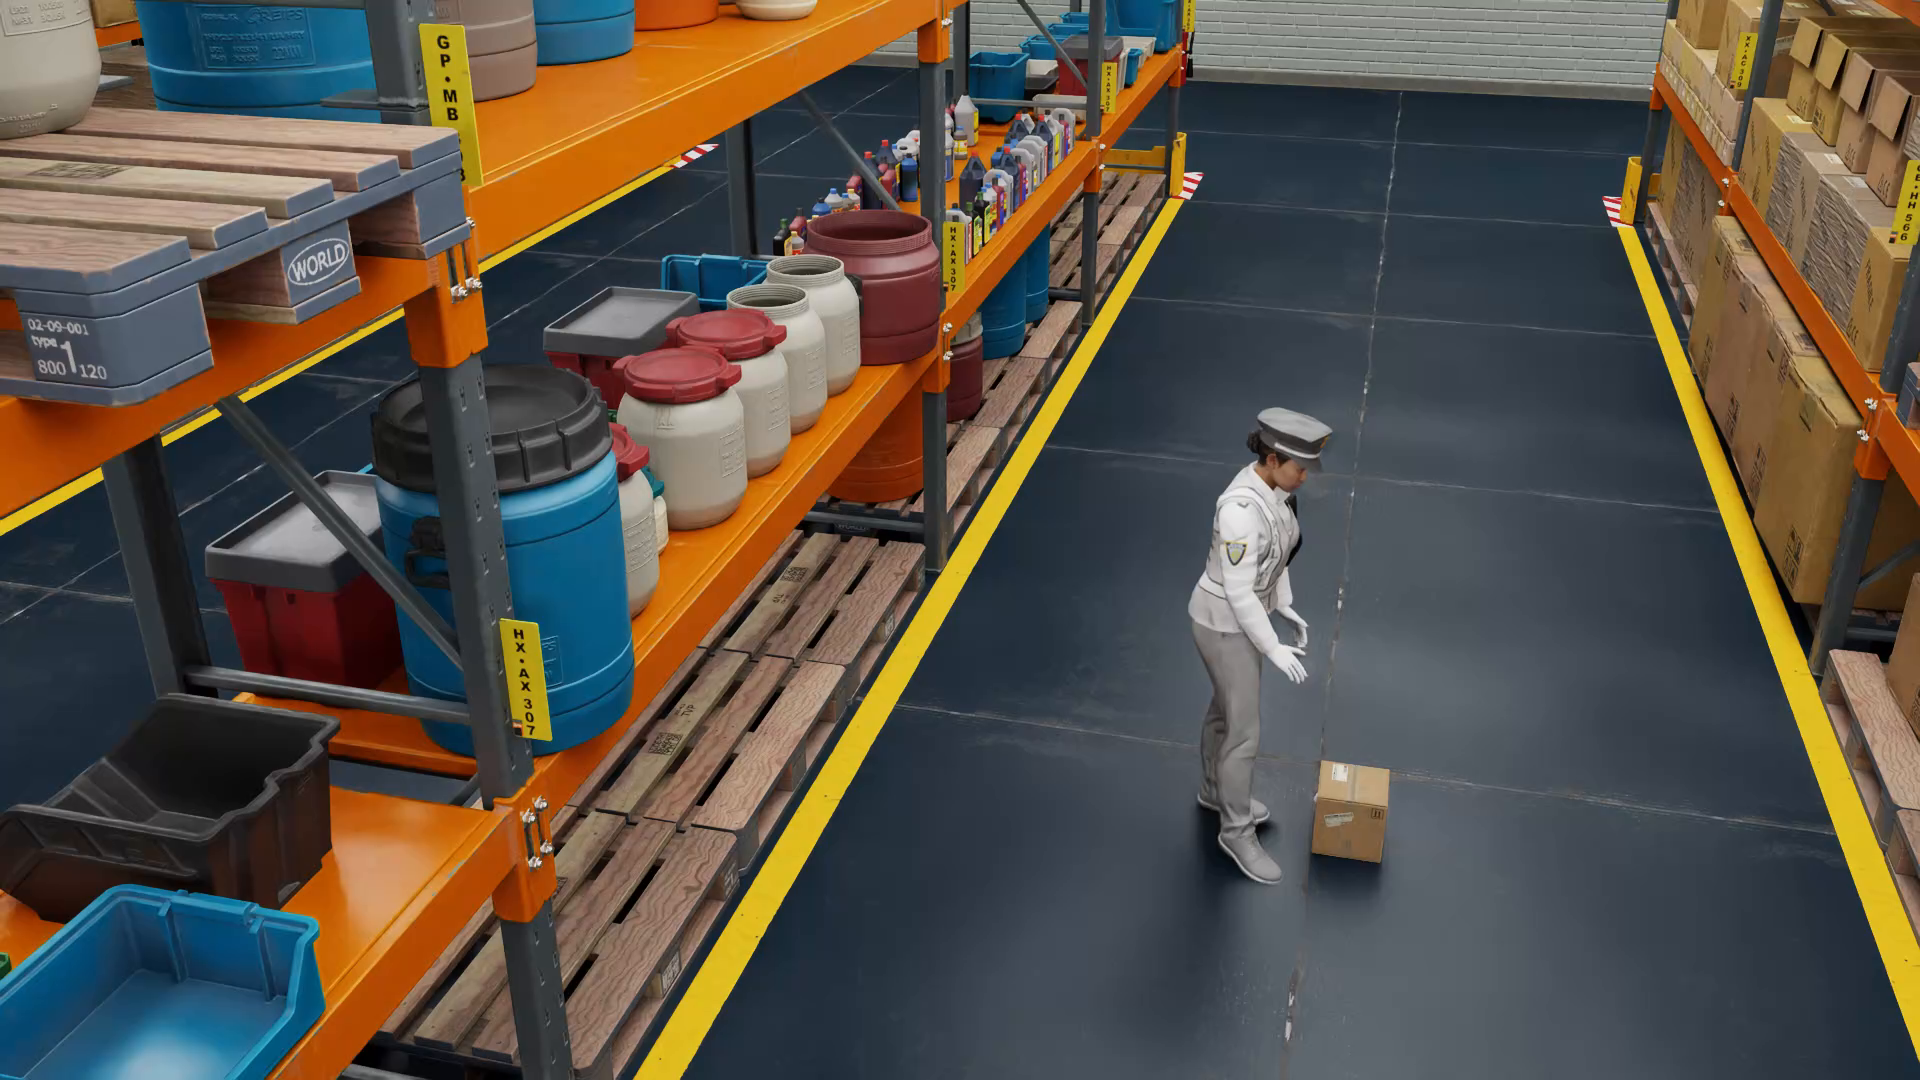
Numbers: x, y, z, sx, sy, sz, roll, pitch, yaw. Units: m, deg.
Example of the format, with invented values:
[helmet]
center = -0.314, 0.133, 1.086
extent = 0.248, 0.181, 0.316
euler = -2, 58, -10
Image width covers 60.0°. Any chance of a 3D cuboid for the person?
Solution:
[person]
center = 0.982, 0.321, 5.955
extent = 0.373, 1.719, 0.471
euler = 7, 26, 14
